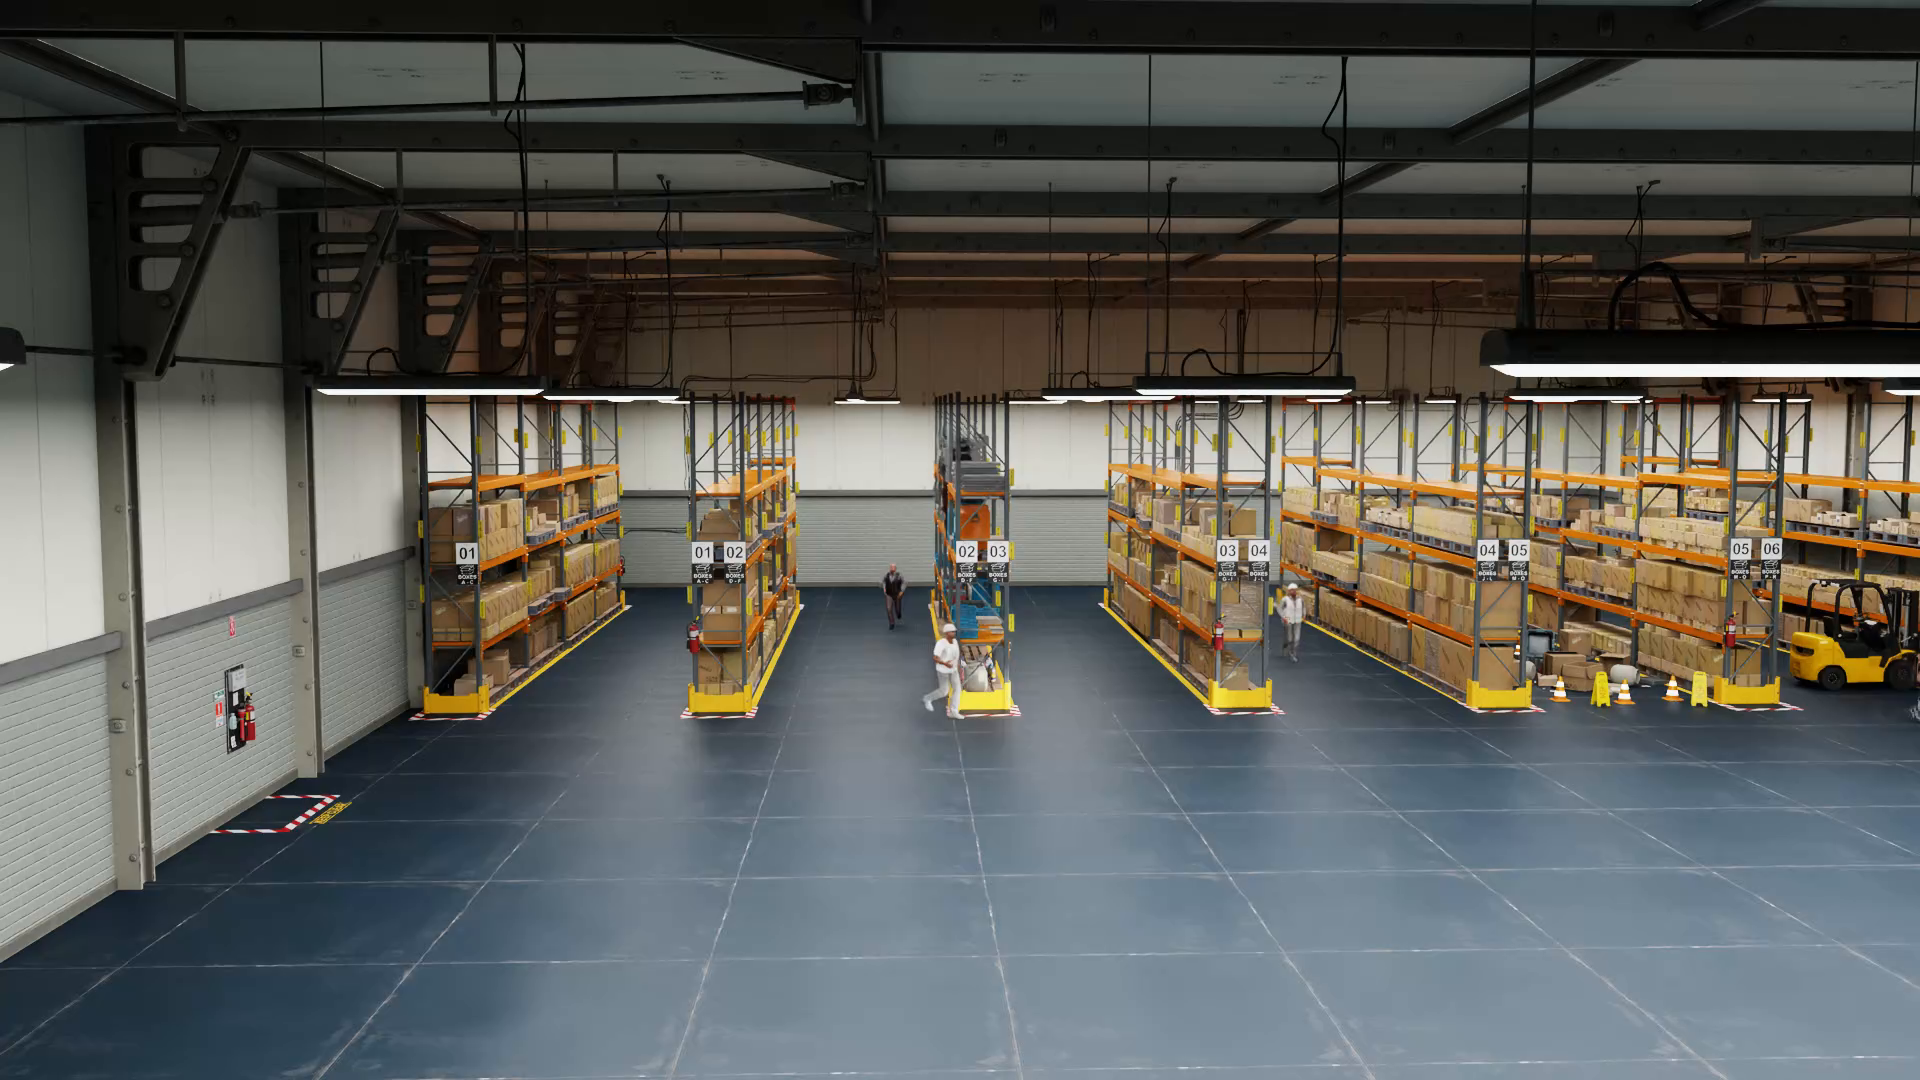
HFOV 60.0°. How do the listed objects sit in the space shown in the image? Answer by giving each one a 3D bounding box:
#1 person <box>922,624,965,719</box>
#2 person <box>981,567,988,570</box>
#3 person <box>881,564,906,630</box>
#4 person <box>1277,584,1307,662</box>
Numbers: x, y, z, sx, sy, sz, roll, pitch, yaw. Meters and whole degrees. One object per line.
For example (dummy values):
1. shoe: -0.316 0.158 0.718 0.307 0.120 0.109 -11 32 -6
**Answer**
1. person: -0.284 2.401 30.592 0.902 1.746 0.686 4 6 40
2. person: 0.736 1.050 48.399 0.522 1.637 0.611 2 5 24
3. person: -1.724 1.453 43.123 0.665 1.694 0.782 0 5 5
4. person: 7.513 1.850 37.606 0.682 1.752 0.605 -1 5 -9
